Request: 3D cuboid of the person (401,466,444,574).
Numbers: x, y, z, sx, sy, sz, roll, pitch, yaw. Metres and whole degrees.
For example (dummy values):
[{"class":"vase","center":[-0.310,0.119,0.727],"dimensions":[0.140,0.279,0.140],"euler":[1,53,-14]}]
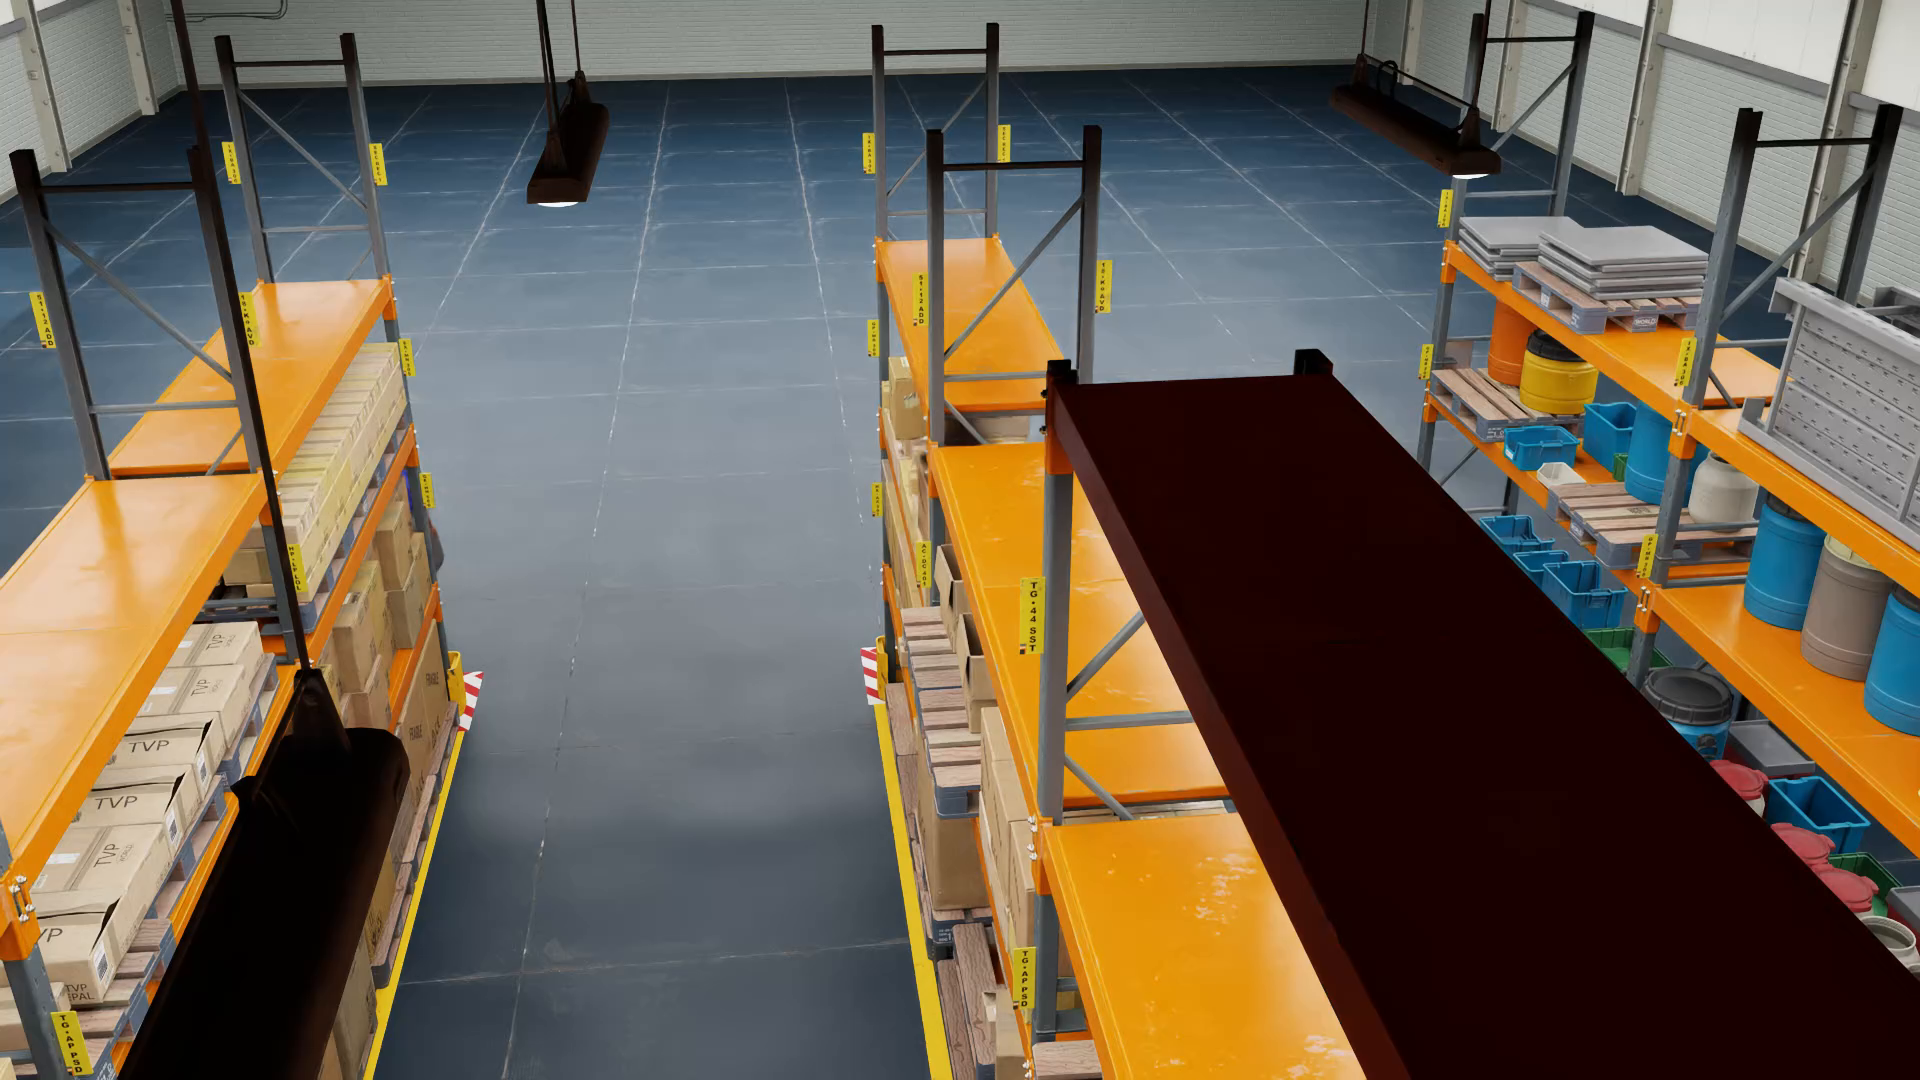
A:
[{"class":"person","center":[-5.551,-0.132,16.842],"dimensions":[0.566,1.676,0.391],"euler":[22,33,38]}]
